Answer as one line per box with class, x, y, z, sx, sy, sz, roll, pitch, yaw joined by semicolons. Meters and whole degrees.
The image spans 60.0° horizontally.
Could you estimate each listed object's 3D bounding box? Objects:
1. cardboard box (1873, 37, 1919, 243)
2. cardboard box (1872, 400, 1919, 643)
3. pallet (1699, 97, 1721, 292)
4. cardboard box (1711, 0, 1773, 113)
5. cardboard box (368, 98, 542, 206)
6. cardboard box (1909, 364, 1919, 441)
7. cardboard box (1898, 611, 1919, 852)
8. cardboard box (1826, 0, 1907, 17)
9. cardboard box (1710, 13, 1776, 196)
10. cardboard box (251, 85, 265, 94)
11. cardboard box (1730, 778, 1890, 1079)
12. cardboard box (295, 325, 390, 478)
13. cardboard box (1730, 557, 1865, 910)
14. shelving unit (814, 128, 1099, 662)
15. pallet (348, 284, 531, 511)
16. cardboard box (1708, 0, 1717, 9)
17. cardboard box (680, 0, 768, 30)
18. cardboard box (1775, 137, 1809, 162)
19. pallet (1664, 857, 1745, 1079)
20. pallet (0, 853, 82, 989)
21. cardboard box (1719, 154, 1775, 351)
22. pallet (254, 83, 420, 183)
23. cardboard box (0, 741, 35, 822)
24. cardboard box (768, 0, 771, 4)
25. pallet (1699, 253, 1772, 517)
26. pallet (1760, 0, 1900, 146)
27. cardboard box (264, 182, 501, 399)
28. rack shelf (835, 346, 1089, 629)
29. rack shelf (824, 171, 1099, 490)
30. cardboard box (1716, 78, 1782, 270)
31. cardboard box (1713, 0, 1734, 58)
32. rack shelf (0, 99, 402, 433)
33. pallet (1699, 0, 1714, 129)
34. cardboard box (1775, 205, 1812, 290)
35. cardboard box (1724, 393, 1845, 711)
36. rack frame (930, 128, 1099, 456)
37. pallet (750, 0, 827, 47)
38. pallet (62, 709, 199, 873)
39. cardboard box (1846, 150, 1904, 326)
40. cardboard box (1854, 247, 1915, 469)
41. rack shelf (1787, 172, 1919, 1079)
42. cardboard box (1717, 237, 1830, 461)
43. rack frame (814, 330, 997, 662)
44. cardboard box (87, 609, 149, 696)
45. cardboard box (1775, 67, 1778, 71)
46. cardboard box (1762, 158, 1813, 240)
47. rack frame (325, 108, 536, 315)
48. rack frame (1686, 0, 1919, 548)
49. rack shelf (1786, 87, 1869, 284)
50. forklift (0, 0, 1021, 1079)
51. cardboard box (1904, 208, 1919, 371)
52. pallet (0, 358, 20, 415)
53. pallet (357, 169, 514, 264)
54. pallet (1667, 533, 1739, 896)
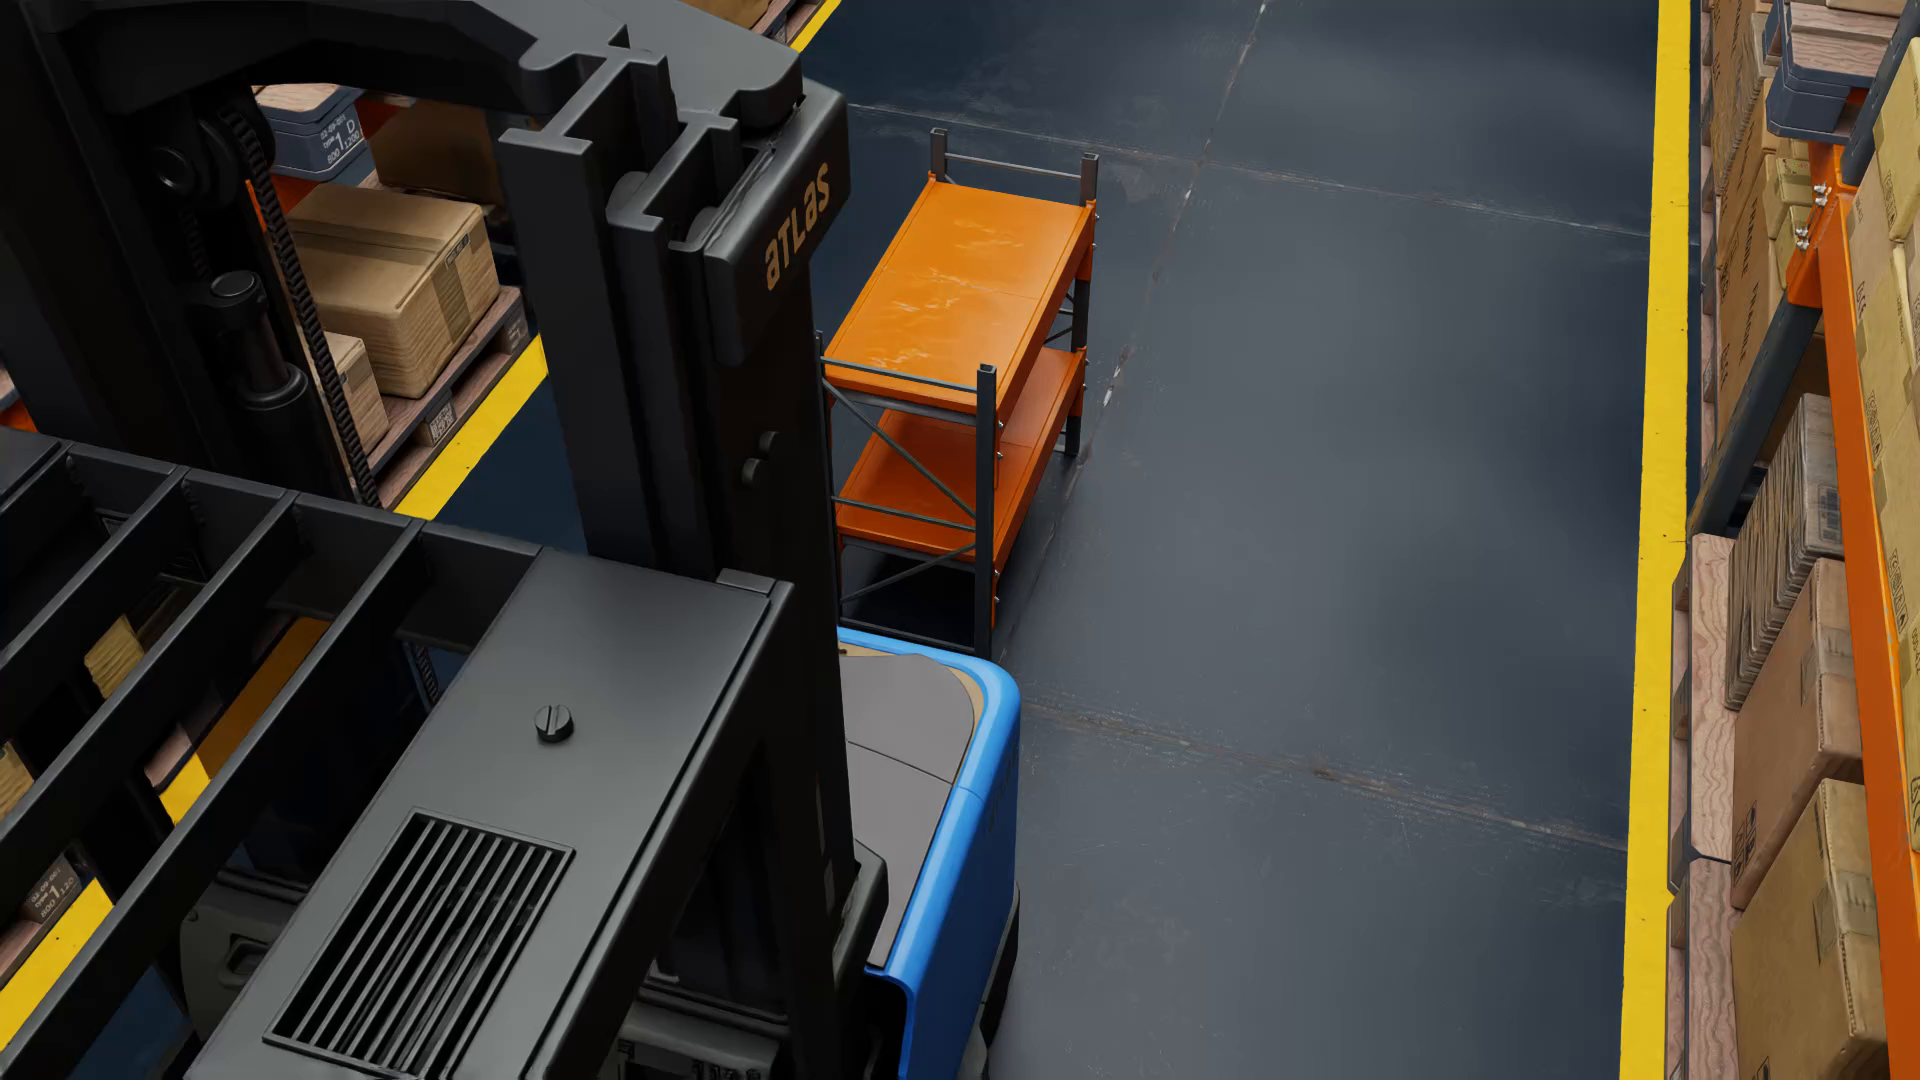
cardboard box;2.385;-0.869;3.743;0.500;0.250;0.500;12;46;12
cardboard box;2.103;-0.006;3.219;0.500;0.250;0.500;11;45;11
pallet;3.410;-1.286;6.414;1.003;0.211;1.213;13;46;13
cardboard box;3.319;-1.942;6.577;0.500;0.500;0.500;11;45;11
cardboard box;-1.667;-1.865;6.230;0.875;0.875;0.875;12;46;12
cardboard box;2.081;-0.185;3.045;0.500;0.250;0.500;11;46;11
cardboard box;1.944;0.339;2.866;0.500;0.250;0.500;14;46;14
cardboard box;2.609;-1.562;4.581;0.380;0.149;0.250;13;46;13
cardboard box;3.156;-1.598;6.225;0.500;0.500;0.500;11;45;11
cardboard box;-1.960;-1.286;4.299;0.380;0.149;0.250;11;45;11
cardboard box;2.180;1.015;3.466;0.875;0.625;0.625;11;45;11
cardboard box;-2.352;-0.375;5.067;0.950;0.372;0.625;12;46;12
cardboard box;2.384;0.566;3.925;0.875;0.625;0.625;14;46;14
shelving unit;0.002;-0.407;4.861;0.538;1.125;1.048;13;46;13
pallet;-2.194;-0.515;5.625;1.003;0.211;1.213;13;46;13
cardboard box;3.627;-2.631;7.281;0.500;0.500;0.500;14;46;14
cardboard box;-1.393;-2.459;6.837;0.875;0.875;0.875;13;46;13
cardboard box;2.859;-1.209;5.364;0.380;0.149;0.250;11;45;11
pallet;2.118;1.365;3.704;1.003;0.211;1.213;13;46;13
pallet;-2.933;1.112;3.963;1.003;0.211;1.213;13;46;13
cardboard box;2.861;-0.898;5.510;0.500;0.500;0.500;12;46;12
pallet;-2.070;-1.466;4.740;1.213;0.211;1.003;13;46;13
cardboard box;-2.796;0.593;4.077;0.950;0.372;0.625;15;46;15
cardboard box;-1.122;-3.055;7.446;0.875;0.875;0.875;14;46;14
pallet;3.038;-0.476;5.585;1.003;0.211;1.213;13;46;13
pallet;2.915;-1.381;4.654;1.213;0.211;1.003;13;46;13
cardboard box;-2.136;-0.868;5.571;0.950;0.372;0.625;10;45;10
rack shelf;0.002;-0.232;5.032;0.538;0.278;1.000;13;46;13
rack shelf;0.002;-0.616;4.656;0.538;0.278;1.000;13;46;13
cardboard box;3.017;-1.248;5.867;0.500;0.500;0.500;14;46;14
cardboard box;3.475;-2.274;6.916;0.500;0.500;0.500;12;46;12
rack shelf;-2.561;-0.442;4.071;1.077;0.370;4.000;13;46;13
pallet;3.777;-2.102;7.248;1.003;0.211;1.213;13;46;13
cardboard box;2.684;-0.854;5.002;0.380;0.149;0.250;10;45;11
cardboard box;2.574;0.129;4.372;0.875;0.625;0.625;14;46;14
rack frame;0.156;-0.745;5.207;0.500;1.125;0.032;13;46;13
pallet;-1.274;-2.355;7.506;1.003;0.211;1.213;13;46;13
pallet;-2.565;0.296;4.797;1.003;0.211;1.213;13;46;13
cardboard box;2.409;-0.685;3.913;0.500;0.250;0.500;13;46;13
cardboard box;2.252;-0.351;3.571;0.500;0.250;0.500;12;46;12
rack shelf;2.171;0.607;2.999;1.077;0.370;4.000;13;46;13
cardboard box;2.699;-0.567;5.172;0.500;0.500;0.500;14;46;14
rack frame;-0.152;-0.068;4.515;0.500;1.125;0.032;13;46;13
cardboard box;-2.587;0.130;4.551;0.950;0.372;0.625;14;46;14
cardboard box;3.113;-1.732;5.899;0.380;0.149;0.250;11;45;11
cardboard box;2.738;-1.043;5.194;0.380;0.149;0.250;10;45;10
rack frame;-1.956;-2.032;5.182;1.000;3.000;0.127;13;46;13
rack frame;2.776;-0.983;4.110;1.000;3.000;0.127;13;46;13
rack shelf;3.382;-2.059;5.724;1.077;0.370;4.000;13;46;13
forklift;-0.769;0.873;2.262;1.130;2.935;3.031;12;46;12
cardboard box;2.256;-0.531;3.397;0.500;0.250;0.500;14;46;14
pallet;-2.516;-0.635;3.891;1.003;0.211;1.213;13;46;13
pallet;-1.645;-1.545;6.678;1.003;0.211;1.213;13;46;13
pallet;2.490;0.554;4.533;1.003;0.211;1.213;13;46;13
